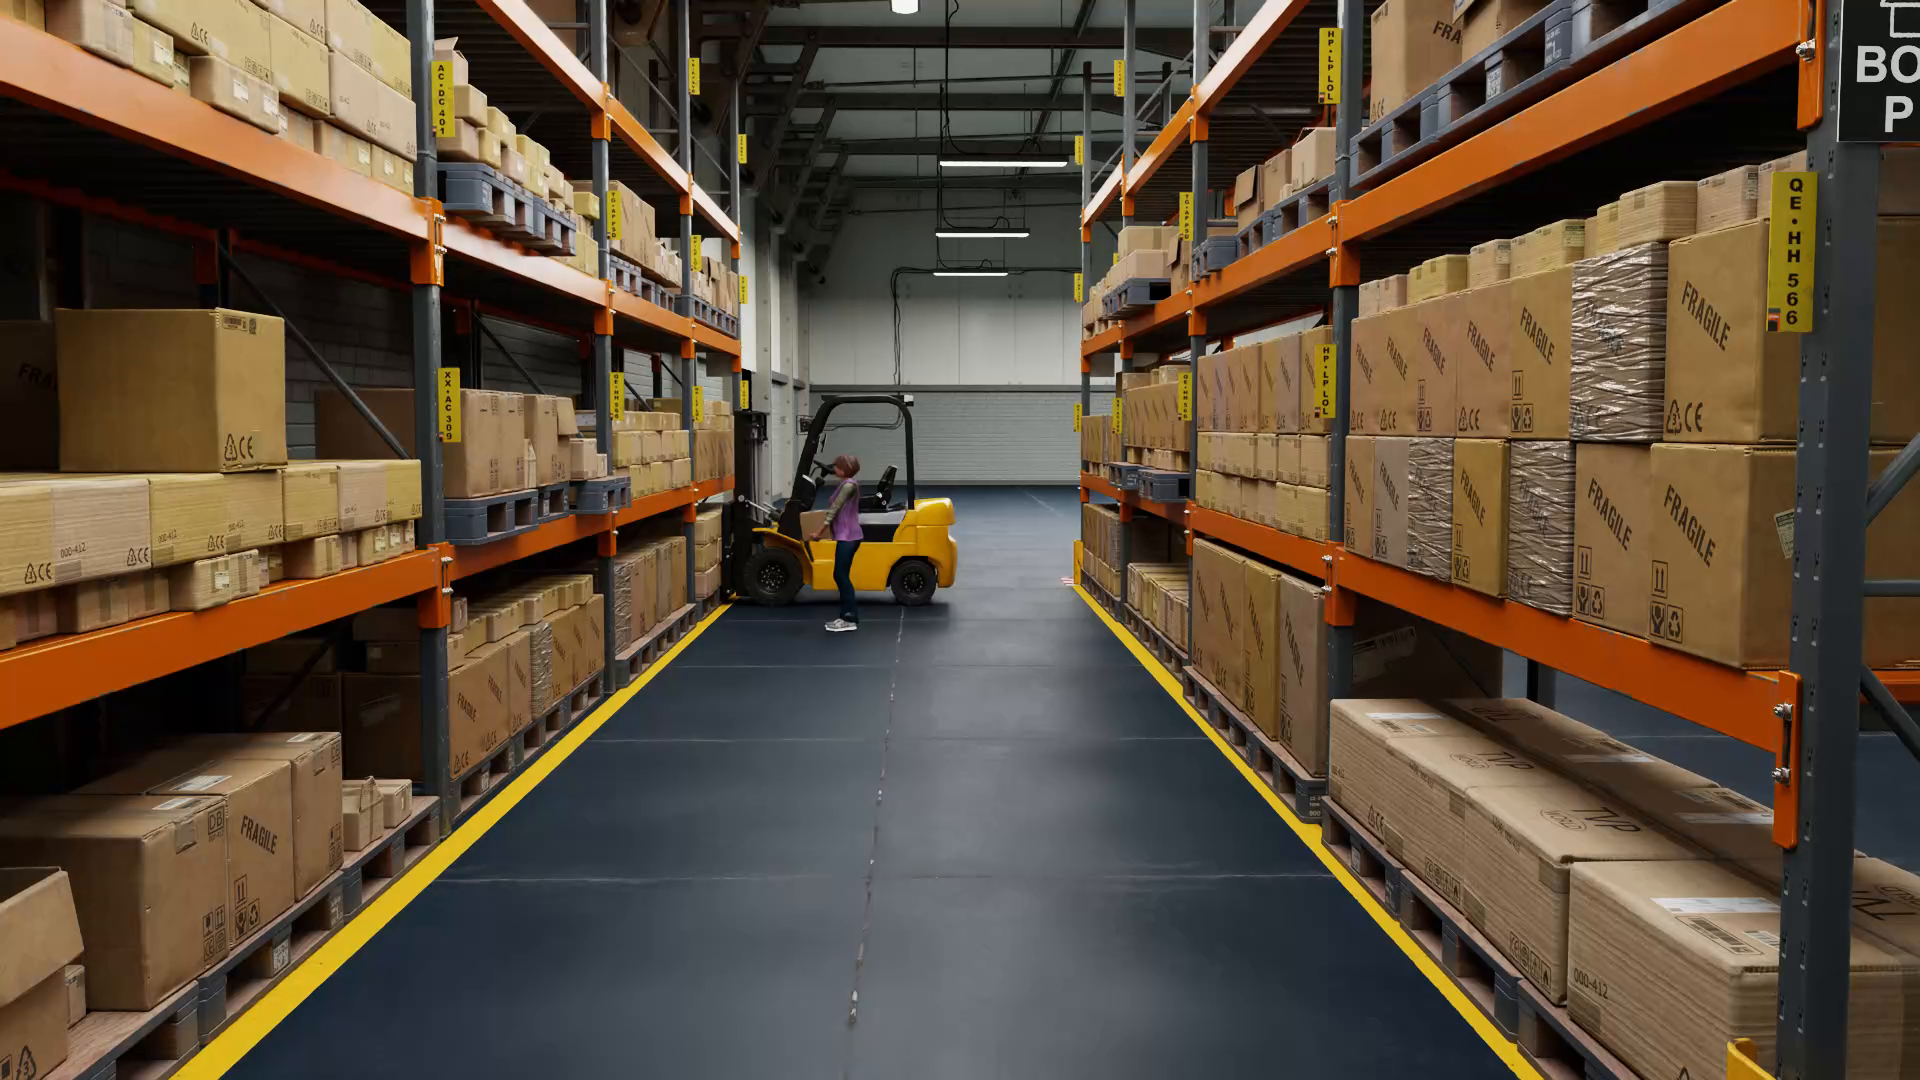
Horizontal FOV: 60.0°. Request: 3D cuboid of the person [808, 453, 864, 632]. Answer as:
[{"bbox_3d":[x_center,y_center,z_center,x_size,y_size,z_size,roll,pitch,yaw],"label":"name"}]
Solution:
[{"bbox_3d":[-1.115,0.020,14.975,0.499,1.599,0.375,0,4,-2],"label":"person"}]
